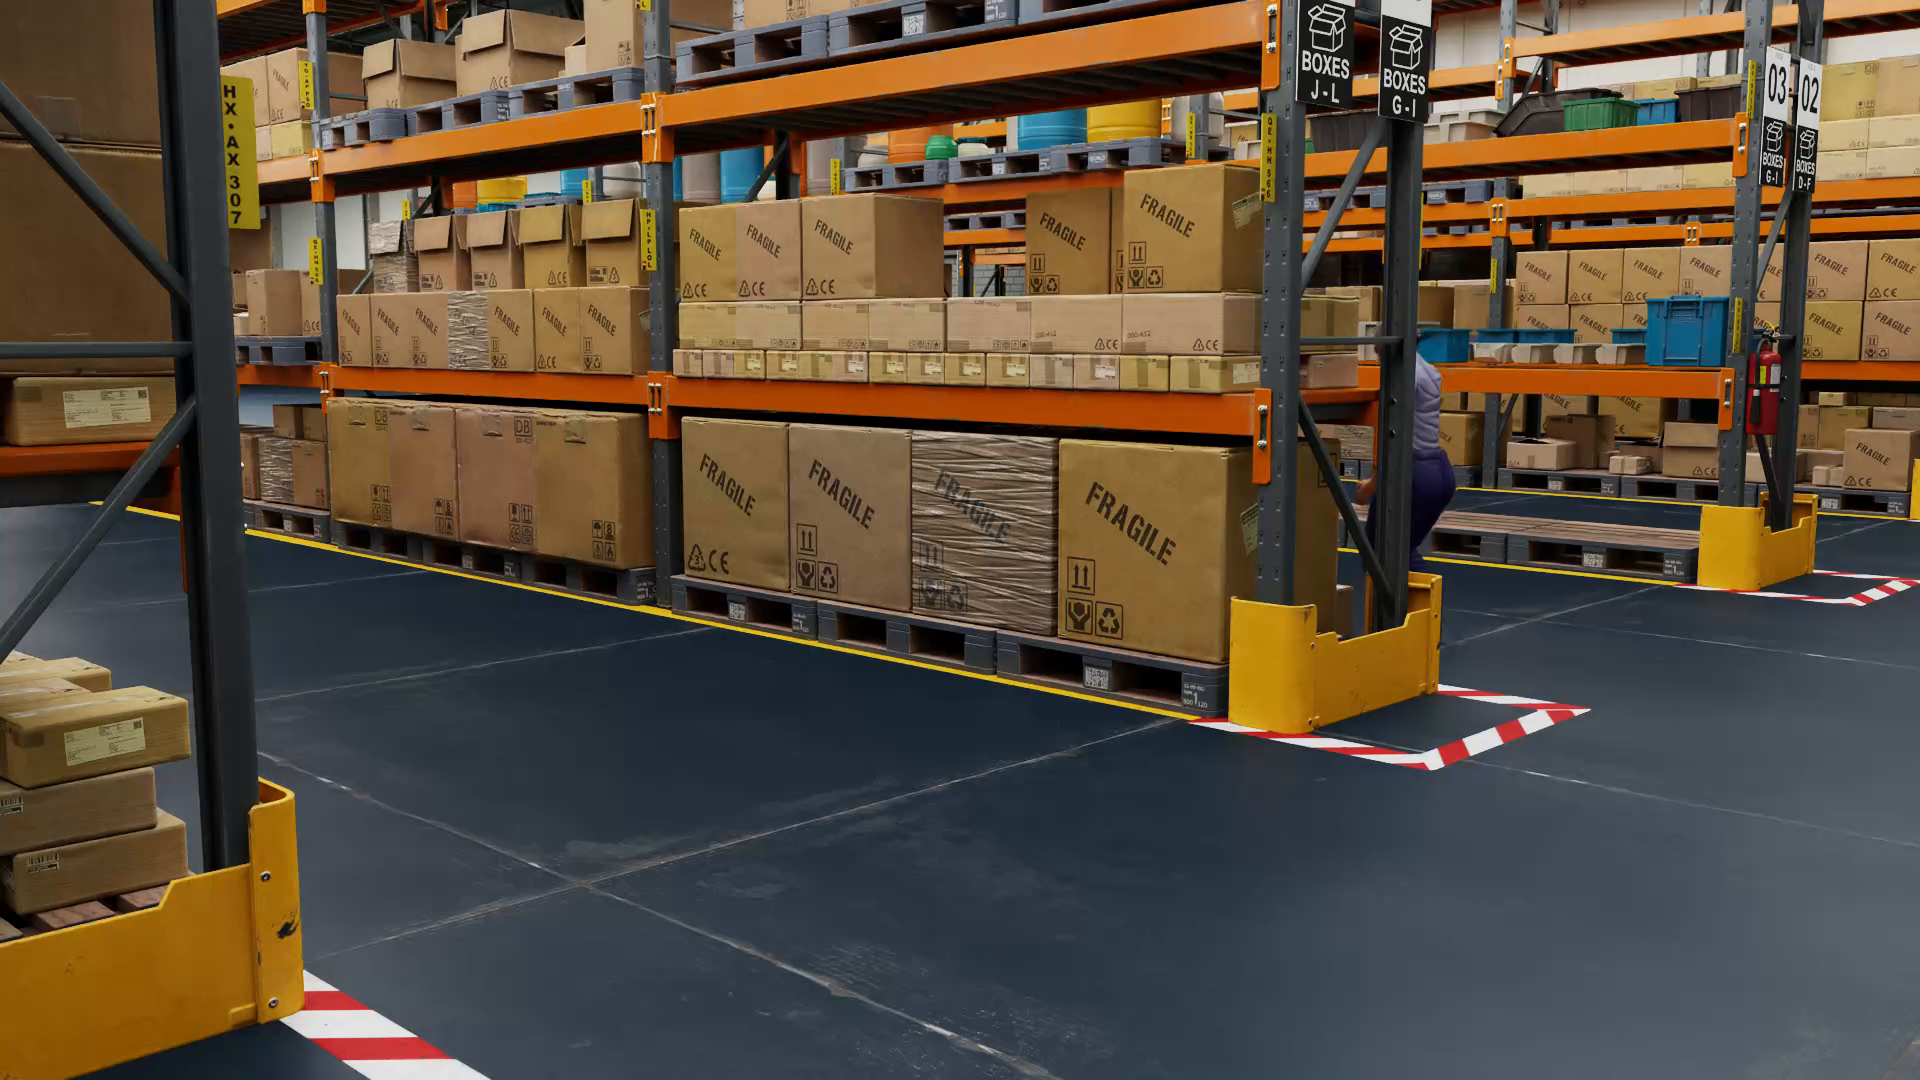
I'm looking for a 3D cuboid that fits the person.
[{"bbox_3d":[2.191,-0.265,8.151,0.390,1.608,0.496,5,9,37],"label":"person"}]
